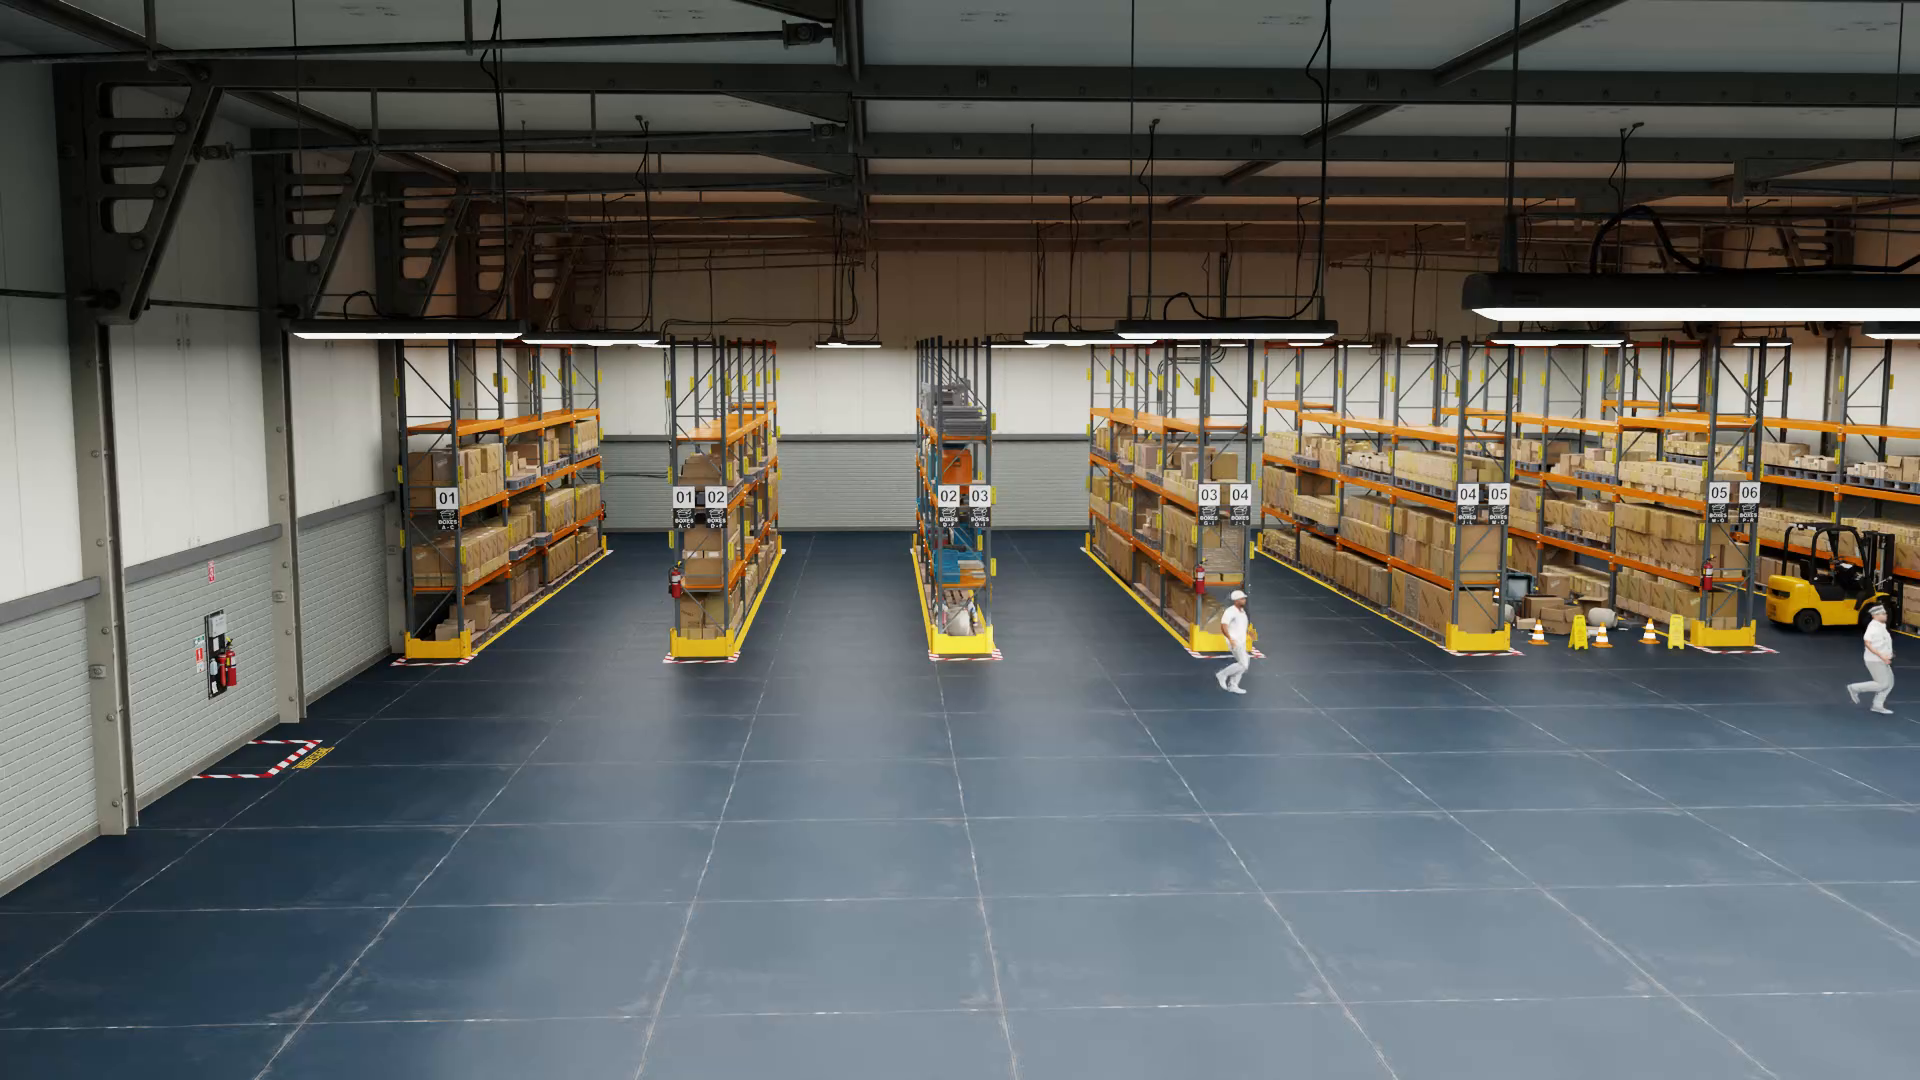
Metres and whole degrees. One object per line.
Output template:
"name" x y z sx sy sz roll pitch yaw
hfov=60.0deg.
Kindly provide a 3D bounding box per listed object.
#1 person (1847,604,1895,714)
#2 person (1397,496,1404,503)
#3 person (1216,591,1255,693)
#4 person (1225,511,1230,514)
"person" 14.492 1.876 26.380 0.655 1.748 0.670 5 8 36
"person" 13.122 -0.673 49.401 0.717 1.638 0.546 -1 7 -5
"person" 4.625 1.703 27.901 0.577 1.731 0.715 3 7 26
"person" 7.449 -0.400 46.497 0.691 1.689 0.940 0 6 2
